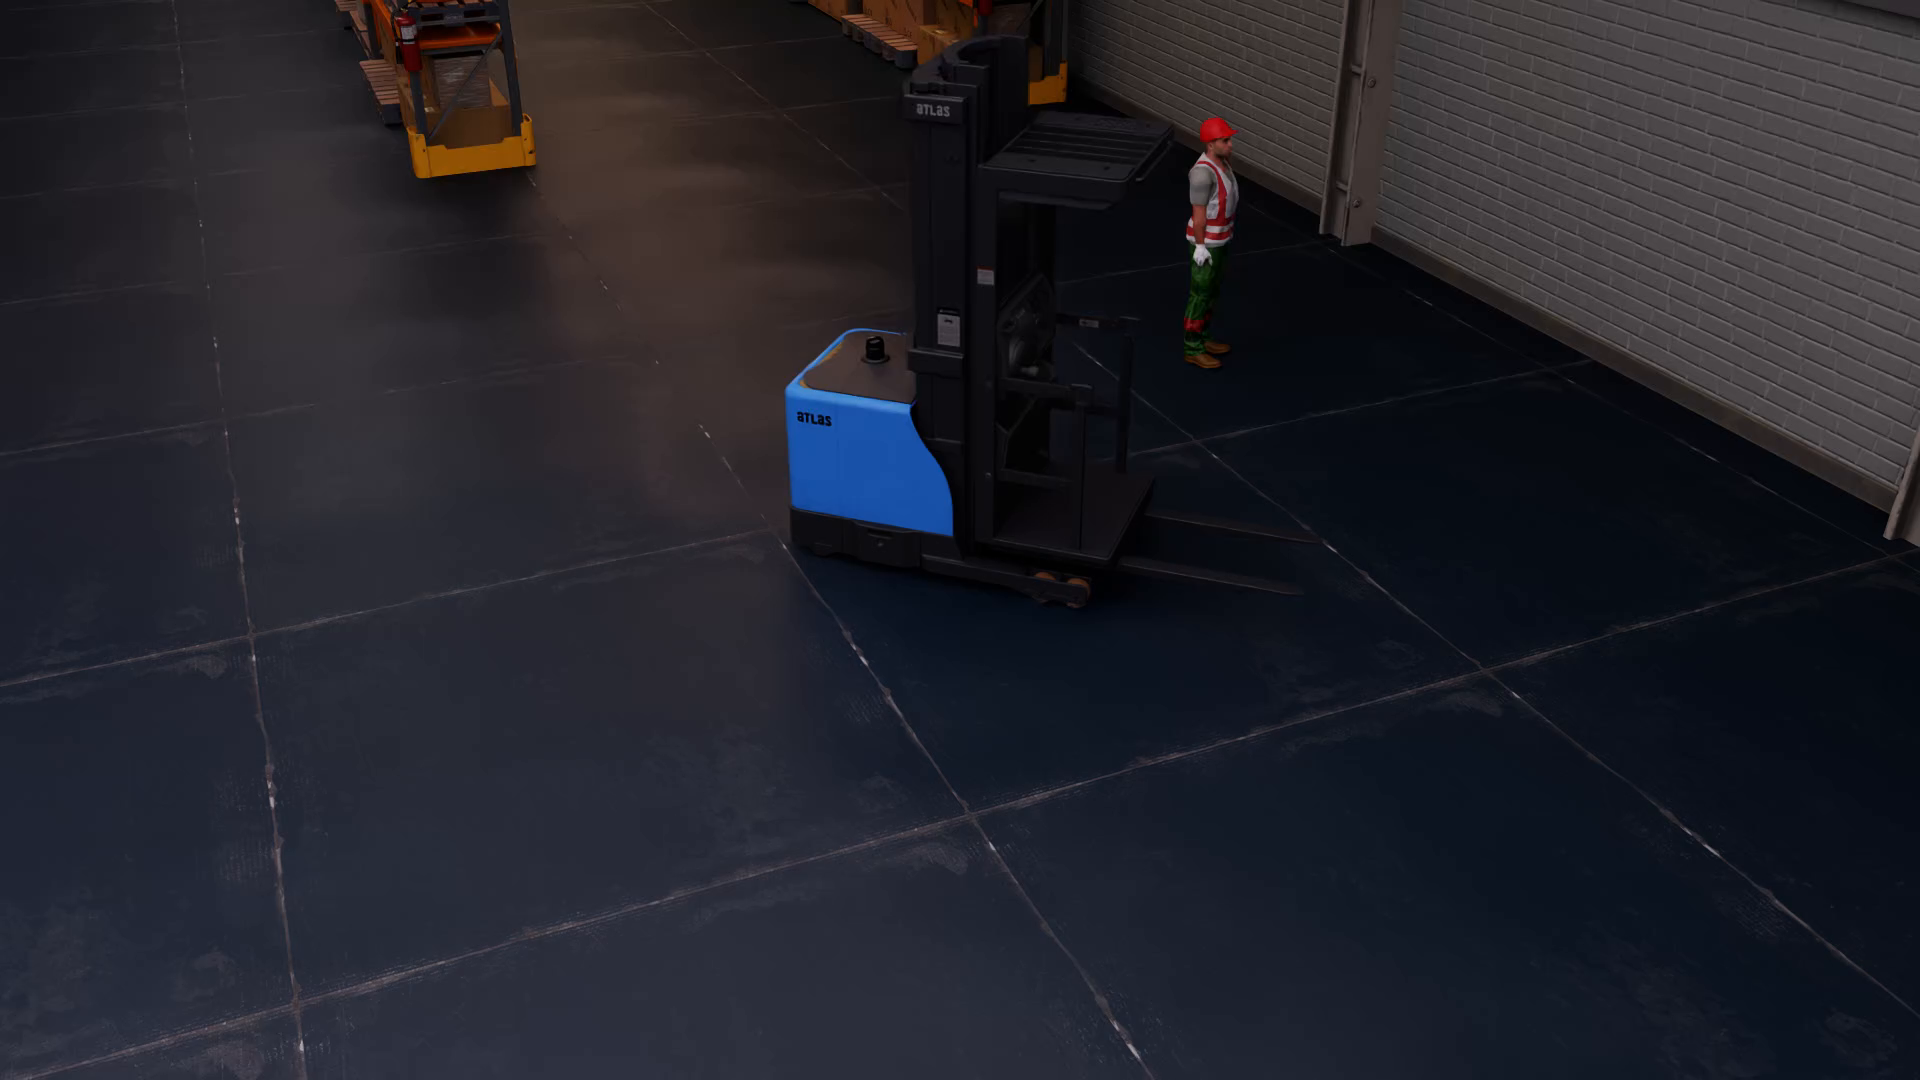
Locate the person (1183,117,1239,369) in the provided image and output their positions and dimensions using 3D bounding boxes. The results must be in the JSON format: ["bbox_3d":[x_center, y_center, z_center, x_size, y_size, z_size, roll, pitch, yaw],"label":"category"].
[{"bbox_3d":[1.837,-2.165,12.055,0.369,1.795,0.529,12,32,20],"label":"person"}]

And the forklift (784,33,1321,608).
[{"bbox_3d":[0.556,-1.186,9.194,3.031,2.935,1.130,10,31,17],"label":"forklift"}]
